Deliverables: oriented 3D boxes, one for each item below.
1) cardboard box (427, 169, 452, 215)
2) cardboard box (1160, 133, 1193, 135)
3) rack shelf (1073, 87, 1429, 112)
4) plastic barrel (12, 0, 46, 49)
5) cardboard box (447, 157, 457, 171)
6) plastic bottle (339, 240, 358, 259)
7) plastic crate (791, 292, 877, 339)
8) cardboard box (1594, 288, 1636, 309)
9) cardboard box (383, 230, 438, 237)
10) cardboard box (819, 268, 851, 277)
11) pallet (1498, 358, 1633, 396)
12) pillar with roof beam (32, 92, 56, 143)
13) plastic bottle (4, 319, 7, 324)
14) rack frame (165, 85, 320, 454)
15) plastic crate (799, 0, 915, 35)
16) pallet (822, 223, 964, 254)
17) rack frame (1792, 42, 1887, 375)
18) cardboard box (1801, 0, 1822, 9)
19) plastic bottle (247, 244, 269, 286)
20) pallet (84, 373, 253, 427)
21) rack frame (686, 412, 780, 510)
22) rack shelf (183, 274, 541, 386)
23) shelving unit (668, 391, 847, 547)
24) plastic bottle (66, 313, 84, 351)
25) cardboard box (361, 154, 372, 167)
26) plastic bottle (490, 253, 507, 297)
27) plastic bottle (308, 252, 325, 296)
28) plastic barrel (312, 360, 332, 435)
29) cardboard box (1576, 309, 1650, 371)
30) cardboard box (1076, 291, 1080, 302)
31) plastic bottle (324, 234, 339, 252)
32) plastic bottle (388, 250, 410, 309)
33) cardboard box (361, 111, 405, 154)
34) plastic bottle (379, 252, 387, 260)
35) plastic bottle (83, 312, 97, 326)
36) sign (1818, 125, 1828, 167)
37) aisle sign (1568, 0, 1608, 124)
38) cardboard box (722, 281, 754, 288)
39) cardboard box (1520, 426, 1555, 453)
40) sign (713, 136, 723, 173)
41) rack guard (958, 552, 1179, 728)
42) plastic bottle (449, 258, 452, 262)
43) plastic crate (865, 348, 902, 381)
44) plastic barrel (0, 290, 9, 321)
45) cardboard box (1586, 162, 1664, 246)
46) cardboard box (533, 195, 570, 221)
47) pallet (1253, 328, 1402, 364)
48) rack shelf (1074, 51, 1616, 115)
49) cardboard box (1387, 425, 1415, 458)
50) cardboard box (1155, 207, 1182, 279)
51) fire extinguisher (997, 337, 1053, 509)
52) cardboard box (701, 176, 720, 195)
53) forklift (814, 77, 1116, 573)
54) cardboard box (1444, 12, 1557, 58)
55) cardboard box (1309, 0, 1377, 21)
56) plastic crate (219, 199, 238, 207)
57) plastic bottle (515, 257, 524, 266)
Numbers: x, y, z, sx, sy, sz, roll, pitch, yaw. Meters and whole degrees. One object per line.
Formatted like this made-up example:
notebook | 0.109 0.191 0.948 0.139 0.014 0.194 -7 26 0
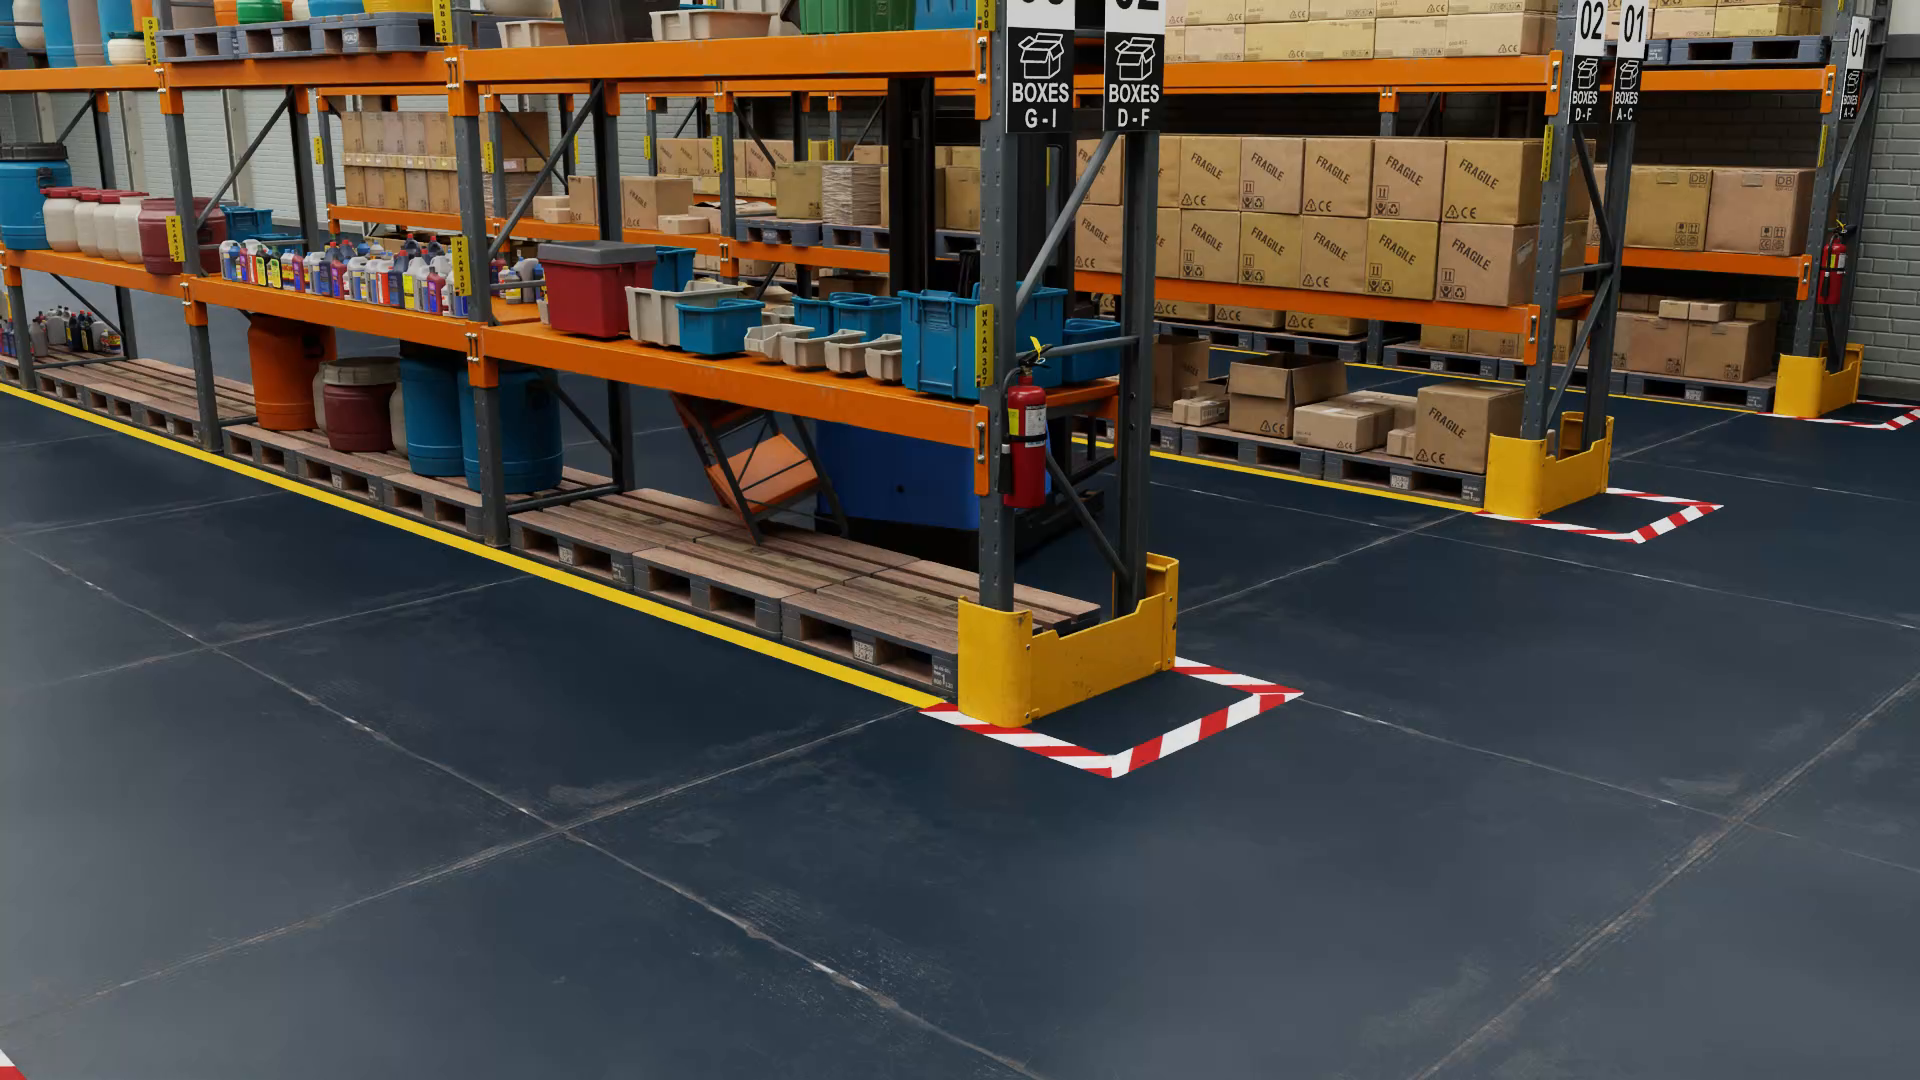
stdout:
cardboard box | -5.796 -4.101 19.525 0.500 0.500 0.700 14 20 43
cardboard box | 1.573 -2.887 12.884 0.500 0.500 0.500 14 20 42
rack shelf | 3.025 -4.750 17.691 4.000 0.370 1.077 14 20 42
plastic barrel | -8.344 -4.718 15.088 0.421 0.512 0.421 0 15 0
cardboard box | -5.631 -4.303 19.011 0.250 0.149 0.380 14 20 42
plastic bottle | -4.085 -1.820 11.065 0.185 0.351 0.144 14 20 42
plastic crate | -0.645 -1.132 8.541 0.300 0.233 0.416 14 20 42
cardboard box | 6.086 -2.244 15.435 0.250 0.149 0.380 14 20 43
cardboard box | -7.017 -3.693 21.288 0.500 0.500 0.500 14 20 42
cardboard box | -1.700 -3.627 22.648 0.250 0.166 0.380 11 18 35
pallet | 5.841 -1.586 15.602 1.213 0.211 1.003 14 20 42
pillar with roof beam | -27.654 -12.803 41.222 0.400 9.000 9.100 14 20 42
plastic bottle | -9.246 -1.996 16.158 0.133 0.283 0.061 14 20 42
rack frame | -5.291 -2.198 12.420 0.127 3.000 1.000 14 20 42
plastic crate | -0.440 -2.268 7.159 0.336 0.188 0.450 14 20 42
pallet | -0.447 -2.664 14.589 1.213 0.211 1.003 14 20 42
rack frame | 7.345 -2.597 13.948 0.127 3.000 1.000 14 20 42
cardboard box | 6.987 -4.762 14.087 0.500 0.500 0.500 13 19 40
plastic bottle | -4.871 -1.923 11.609 0.135 0.276 0.152 14 20 42
pallet | -6.696 -1.205 14.138 1.213 0.211 1.003 14 20 42
rack frame | -1.341 -0.645 9.892 0.500 1.125 0.032 -27 24 -11
rack shelf | -3.851 -1.500 11.168 4.000 0.370 1.077 14 20 42
shelving unit | -1.168 -0.499 9.437 0.538 1.125 1.048 -27 24 -11
plastic bottle | -8.564 -2.020 16.116 0.185 0.351 0.144 14 20 42
cardboard box | -7.106 -4.662 20.390 0.250 0.149 0.380 14 20 42
plastic bottle | -3.019 -1.739 10.888 0.133 0.283 0.061 14 20 42
plastic bottle | -4.206 -1.761 10.988 0.135 0.276 0.152 14 20 42
plastic barrel | -4.458 -1.033 12.047 0.421 0.512 0.421 0 15 0
cardboard box | 6.048 -1.870 15.284 0.500 0.500 0.700 13 19 40
cardboard box | 1.031 -3.116 20.029 0.500 0.500 0.700 14 20 43
plastic bottle | -4.704 -2.149 12.460 0.133 0.283 0.061 14 20 42
plastic bottle | -3.433 -1.608 10.253 0.185 0.351 0.144 14 20 42
cardboard box | -6.862 -4.989 20.358 0.500 0.500 0.700 13 19 41
plastic bottle | -4.117 -1.960 11.899 0.097 0.201 0.097 0 15 0
plastic bottle | -8.464 -2.046 16.217 0.144 0.351 0.185 -14 20 -43
sign | 6.958 -3.175 13.404 0.005 0.325 0.100 14 20 42
aisle sign | 3.745 -2.887 9.908 0.004 0.787 0.394 14 20 42
cardboard box | -2.407 -2.476 16.995 0.500 0.311 0.500 13 19 41
cardboard box | 3.846 -0.666 11.319 0.250 0.149 0.380 14 20 42
sign | -2.233 -3.556 15.333 0.005 0.325 0.100 14 20 42
rack guard | 0.494 0.413 7.355 0.348 0.500 1.175 14 20 42
plastic bottle | -3.314 -1.791 11.103 0.135 0.276 0.152 14 20 42
plastic crate | -0.245 -0.810 7.494 0.243 0.136 0.396 14 20 42
plastic barrel | -10.162 -2.409 17.329 0.421 0.512 0.421 0 15 0
cardboard box | 5.896 -3.090 15.245 0.700 0.700 0.980 12 19 40
cardboard box | -4.345 -3.646 18.274 0.500 0.250 0.500 -13 19 -41
pallet | 3.857 -2.069 17.452 1.213 0.211 1.003 14 20 42
rack shelf | 2.469 -3.150 11.551 4.000 0.370 1.077 14 20 42
cardboard box | 3.117 -0.676 11.325 0.250 0.166 0.380 14 20 42
cardboard box | 1.578 -2.217 12.295 0.500 0.500 0.500 14 20 43
fire extinguisher | 0.261 -0.472 6.686 0.183 0.674 0.296 14 20 42
cardboard box | -3.296 -5.012 23.477 0.500 0.250 0.500 13 20 41
forklift | 0.263 -1.561 10.109 1.130 2.935 3.031 7 16 24
cardboard box | 3.356 -3.118 10.297 0.500 0.250 0.500 14 20 42
cardboard box | 2.645 -3.537 10.914 0.500 0.250 0.500 14 20 42
plastic crate | -6.242 -2.568 13.711 0.583 0.464 0.402 14 20 42
plastic bottle | -2.808 -1.676 10.669 0.097 0.271 0.097 0 15 0
